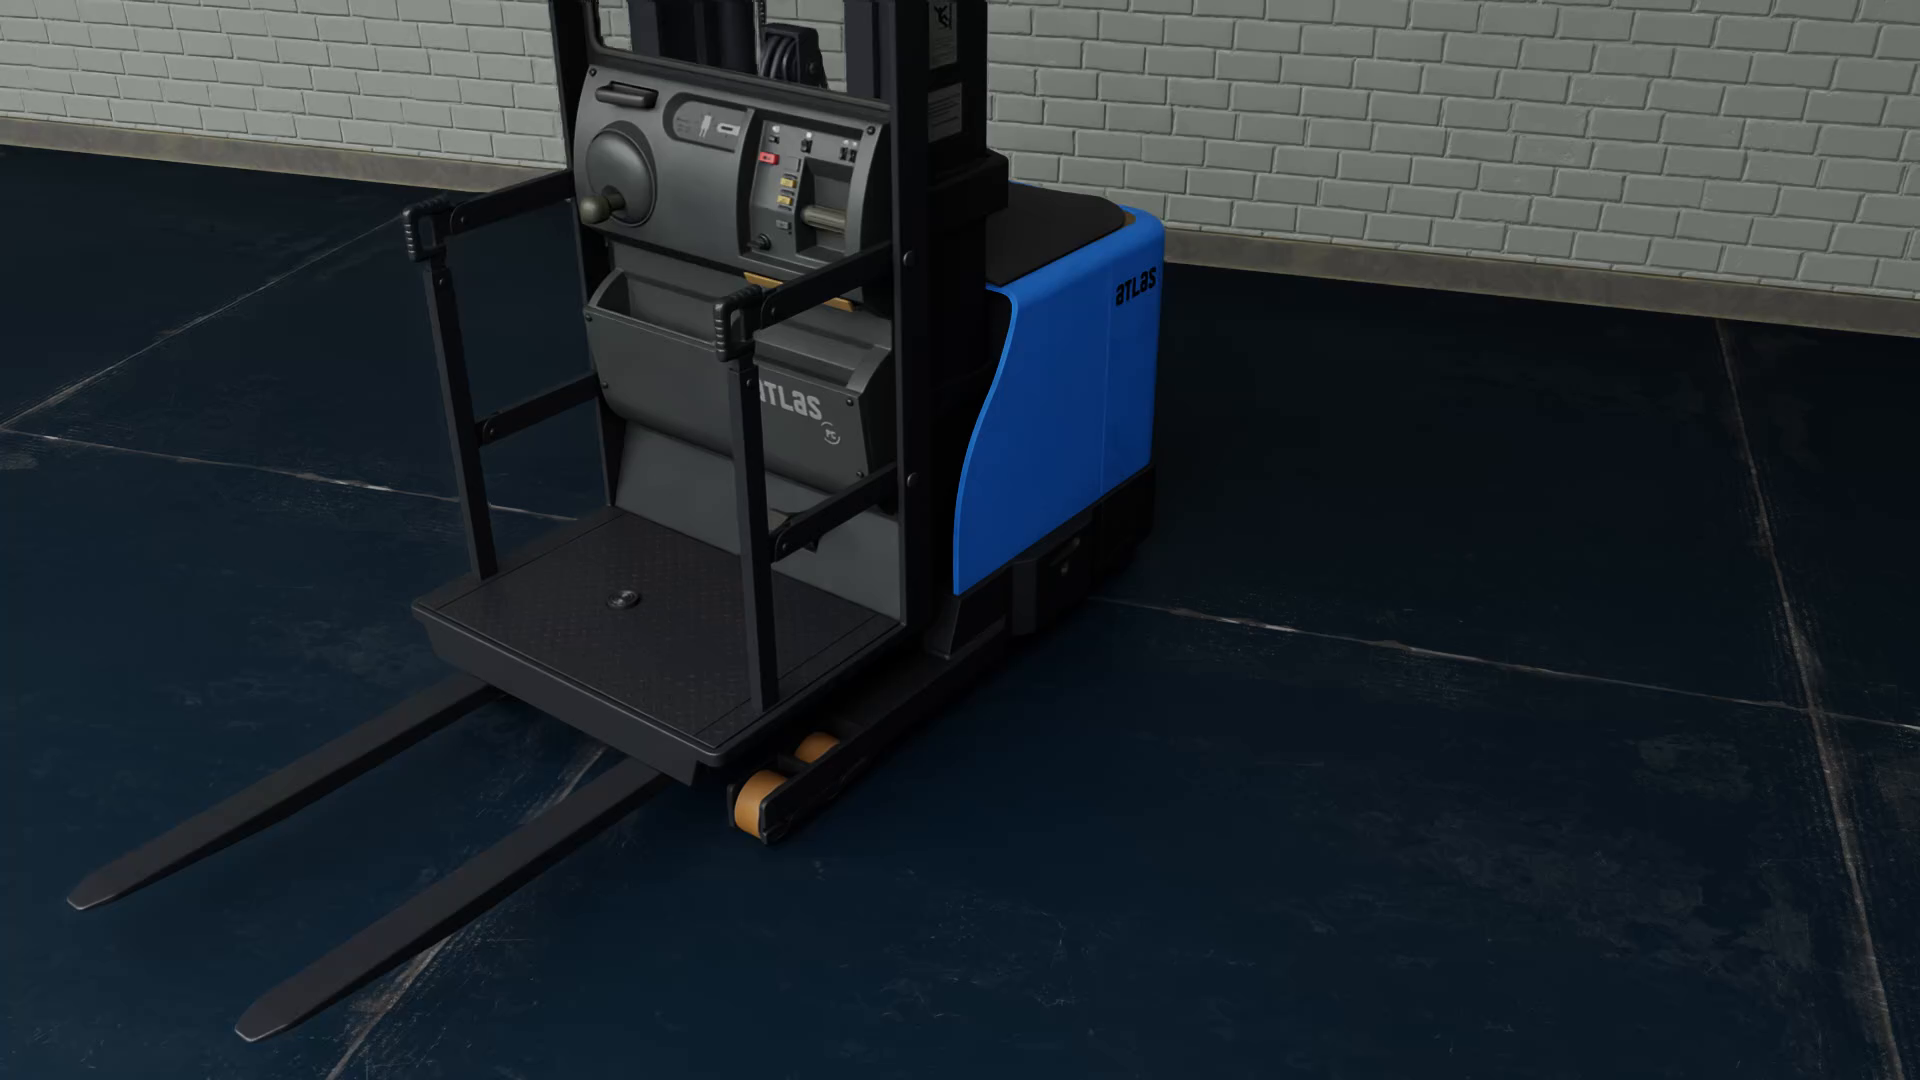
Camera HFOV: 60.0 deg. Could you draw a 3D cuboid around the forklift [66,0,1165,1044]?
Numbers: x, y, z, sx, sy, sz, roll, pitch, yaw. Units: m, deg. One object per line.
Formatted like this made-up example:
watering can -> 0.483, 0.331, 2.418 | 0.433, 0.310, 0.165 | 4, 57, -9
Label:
forklift -> -0.686, -0.834, 3.734 | 1.130, 2.935, 3.031 | 20, 35, 31
